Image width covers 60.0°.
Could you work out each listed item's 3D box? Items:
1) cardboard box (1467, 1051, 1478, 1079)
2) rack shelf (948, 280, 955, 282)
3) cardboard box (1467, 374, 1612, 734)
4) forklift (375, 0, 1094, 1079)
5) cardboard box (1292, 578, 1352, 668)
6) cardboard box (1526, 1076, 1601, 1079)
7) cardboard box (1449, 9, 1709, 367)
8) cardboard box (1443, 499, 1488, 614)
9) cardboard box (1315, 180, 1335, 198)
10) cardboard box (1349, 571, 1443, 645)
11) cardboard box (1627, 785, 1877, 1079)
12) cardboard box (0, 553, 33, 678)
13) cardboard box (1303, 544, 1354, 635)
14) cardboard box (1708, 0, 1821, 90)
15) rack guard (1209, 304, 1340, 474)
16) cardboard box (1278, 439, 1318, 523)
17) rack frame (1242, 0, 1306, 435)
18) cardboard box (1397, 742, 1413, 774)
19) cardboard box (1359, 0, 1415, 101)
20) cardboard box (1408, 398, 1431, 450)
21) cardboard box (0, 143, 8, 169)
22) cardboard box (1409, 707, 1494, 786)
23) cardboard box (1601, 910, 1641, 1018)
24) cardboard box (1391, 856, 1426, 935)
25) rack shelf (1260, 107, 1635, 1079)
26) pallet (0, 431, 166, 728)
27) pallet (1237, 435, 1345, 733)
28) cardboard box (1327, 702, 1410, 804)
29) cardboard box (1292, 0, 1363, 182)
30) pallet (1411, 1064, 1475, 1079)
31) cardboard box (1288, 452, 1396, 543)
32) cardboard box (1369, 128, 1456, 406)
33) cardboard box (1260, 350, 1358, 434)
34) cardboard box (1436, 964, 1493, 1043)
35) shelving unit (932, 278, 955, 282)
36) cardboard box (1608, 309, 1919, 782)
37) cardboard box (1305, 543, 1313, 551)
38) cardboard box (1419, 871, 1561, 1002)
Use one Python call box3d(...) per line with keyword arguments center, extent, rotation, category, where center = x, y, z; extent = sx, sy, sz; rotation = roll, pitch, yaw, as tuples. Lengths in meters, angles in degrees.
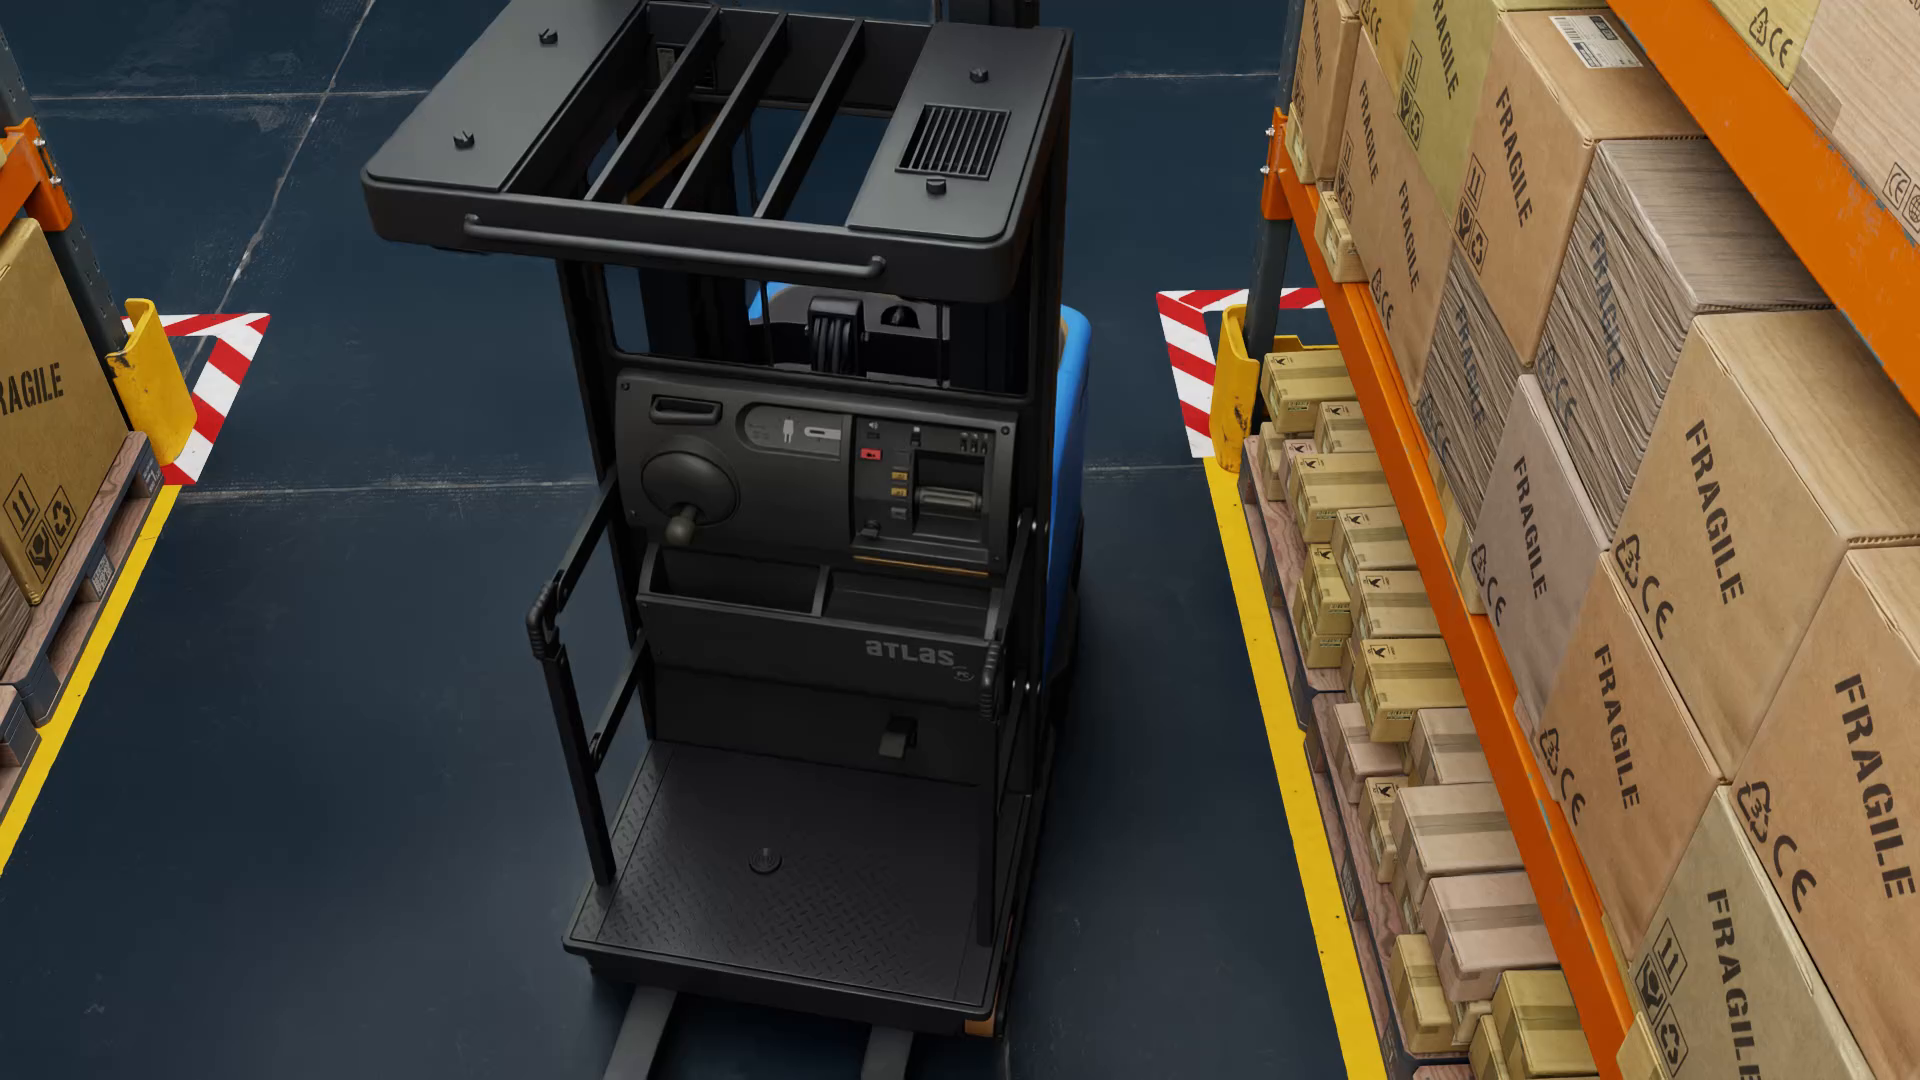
box3d(center=(1.436, 1.278, 3.935), extent=(0.380, 0.149, 0.250), rotation=(-3, 43, -3), category="cardboard box")
box3d(center=(0.037, -0.691, 5.322), extent=(0.215, 0.259, 0.240), rotation=(8, 43, 8), category="rack shelf")
box3d(center=(1.342, 0.021, 3.213), extent=(0.500, 0.500, 0.500), rotation=(-2, 43, -2), category="cardboard box")
box3d(center=(-0.363, -0.102, 3.692), extent=(1.130, 2.935, 3.031), rotation=(7, 43, 8), category="forklift")
box3d(center=(1.230, 0.248, 5.058), extent=(0.380, 0.149, 0.250), rotation=(-1, 43, -1), category="cardboard box")
box3d(center=(1.342, 1.277, 3.496), extent=(0.380, 0.149, 0.250), rotation=(-2, 43, -2), category="cardboard box")
box3d(center=(1.322, -0.696, 3.256), extent=(0.500, 0.500, 0.500), rotation=(-3, 43, -3), category="cardboard box")
box3d(center=(1.301, 0.025, 3.688), extent=(0.380, 0.149, 0.250), rotation=(-1, 43, -1), category="cardboard box")
box3d(center=(1.254, -1.037, 4.847), extent=(0.380, 0.149, 0.250), rotation=(0, 43, 0), category="cardboard box")
box3d(center=(1.309, 0.221, 4.648), extent=(0.380, 0.149, 0.250), rotation=(0, 43, 0), category="cardboard box")
box3d(center=(1.383, 0.707, 2.464), extent=(0.500, 0.500, 0.500), rotation=(-2, 43, -2), category="cardboard box")
box3d(center=(-3.298, 0.218, 4.553), extent=(0.875, 0.875, 0.875), rotation=(-2, 43, -2), category="cardboard box")
box3d(center=(1.238, 0.145, 4.951), extent=(0.380, 0.149, 0.250), rotation=(0, 43, 0), category="cardboard box")
box3d(center=(1.363, -0.882, 2.384), extent=(0.500, 0.250, 0.500), rotation=(-2, 43, -2), category="cardboard box")
box3d(center=(1.519, -0.555, 5.986), extent=(1.175, 0.500, 0.348), rotation=(-2, 43, -2), category="rack guard")
box3d(center=(1.237, -0.194, 5.321), extent=(0.380, 0.149, 0.250), rotation=(-2, 43, -2), category="cardboard box")
box3d(center=(1.516, -1.528, 5.197), extent=(1.000, 3.000, 0.127), rotation=(-2, 43, -2), category="rack frame")
box3d(center=(1.397, 0.503, 4.560), extent=(0.380, 0.149, 0.250), rotation=(0, 43, 0), category="cardboard box")
box3d(center=(1.297, -1.392, 4.015), extent=(0.500, 0.500, 0.500), rotation=(-1, 43, -1), category="cardboard box")
box3d(center=(1.329, -0.331, 4.078), extent=(0.380, 0.149, 0.250), rotation=(-2, 43, -3), category="cardboard box")
box3d(center=(-3.100, -1.131, 4.949), extent=(0.380, 0.149, 0.250), rotation=(-1, 43, -1), category="cardboard box")
box3d(center=(1.380, 0.567, 4.270), extent=(0.380, 0.149, 0.250), rotation=(-2, 43, -2), category="cardboard box")
box3d(center=(1.368, 0.726, 2.924), extent=(0.380, 0.149, 0.250), rotation=(0, 43, 0), category="cardboard box")
box3d(center=(1.341, 0.937, 4.307), extent=(0.380, 0.149, 0.250), rotation=(-1, 43, -1), category="cardboard box")
box3d(center=(1.601, 0.087, 3.967), extent=(1.077, 0.370, 4.000), rotation=(-2, 43, -2), category="rack shelf")
box3d(center=(-3.332, 0.111, 5.472), extent=(1.003, 0.211, 1.213), rotation=(-2, 43, -2), category="pallet")
box3d(center=(1.518, 0.100, 5.484), extent=(1.003, 0.211, 1.213), rotation=(-2, 43, -2), category="pallet")
box3d(center=(1.260, 0.589, 4.687), extent=(0.380, 0.149, 0.250), rotation=(-4, 43, -4), category="cardboard box")
box3d(center=(1.259, -1.364, 4.724), extent=(0.500, 0.500, 0.500), rotation=(0, 43, 0), category="cardboard box")
box3d(center=(1.622, 1.748, 3.687), extent=(1.003, 0.211, 1.213), rotation=(-2, 43, -2), category="pallet")
box3d(center=(1.213, -0.132, 5.032), extent=(0.380, 0.149, 0.250), rotation=(-2, 43, -2), category="cardboard box")
box3d(center=(1.315, -0.672, 3.969), extent=(0.500, 0.500, 0.500), rotation=(-1, 43, -1), category="cardboard box")
box3d(center=(1.199, -0.488, 5.421), extent=(0.380, 0.149, 0.250), rotation=(-3, 43, -4), category="cardboard box")
box3d(center=(1.359, 1.049, 3.965), extent=(0.380, 0.149, 0.250), rotation=(-1, 43, -1), category="cardboard box")
box3d(center=(0.037, -0.489, 5.507), extent=(0.215, 1.050, 0.252), rotation=(8, 43, 8), category="shelving unit")
box3d(center=(1.368, -0.001, 2.497), extent=(0.500, 0.500, 0.500), rotation=(-3, 43, -3), category="cardboard box")
box3d(center=(1.311, -0.095, 5.433), extent=(0.380, 0.149, 0.250), rotation=(-2, 43, -2), category="cardboard box")
box3d(center=(1.305, 0.919, 3.886), extent=(0.380, 0.149, 0.250), rotation=(-4, 43, -4), category="cardboard box")
